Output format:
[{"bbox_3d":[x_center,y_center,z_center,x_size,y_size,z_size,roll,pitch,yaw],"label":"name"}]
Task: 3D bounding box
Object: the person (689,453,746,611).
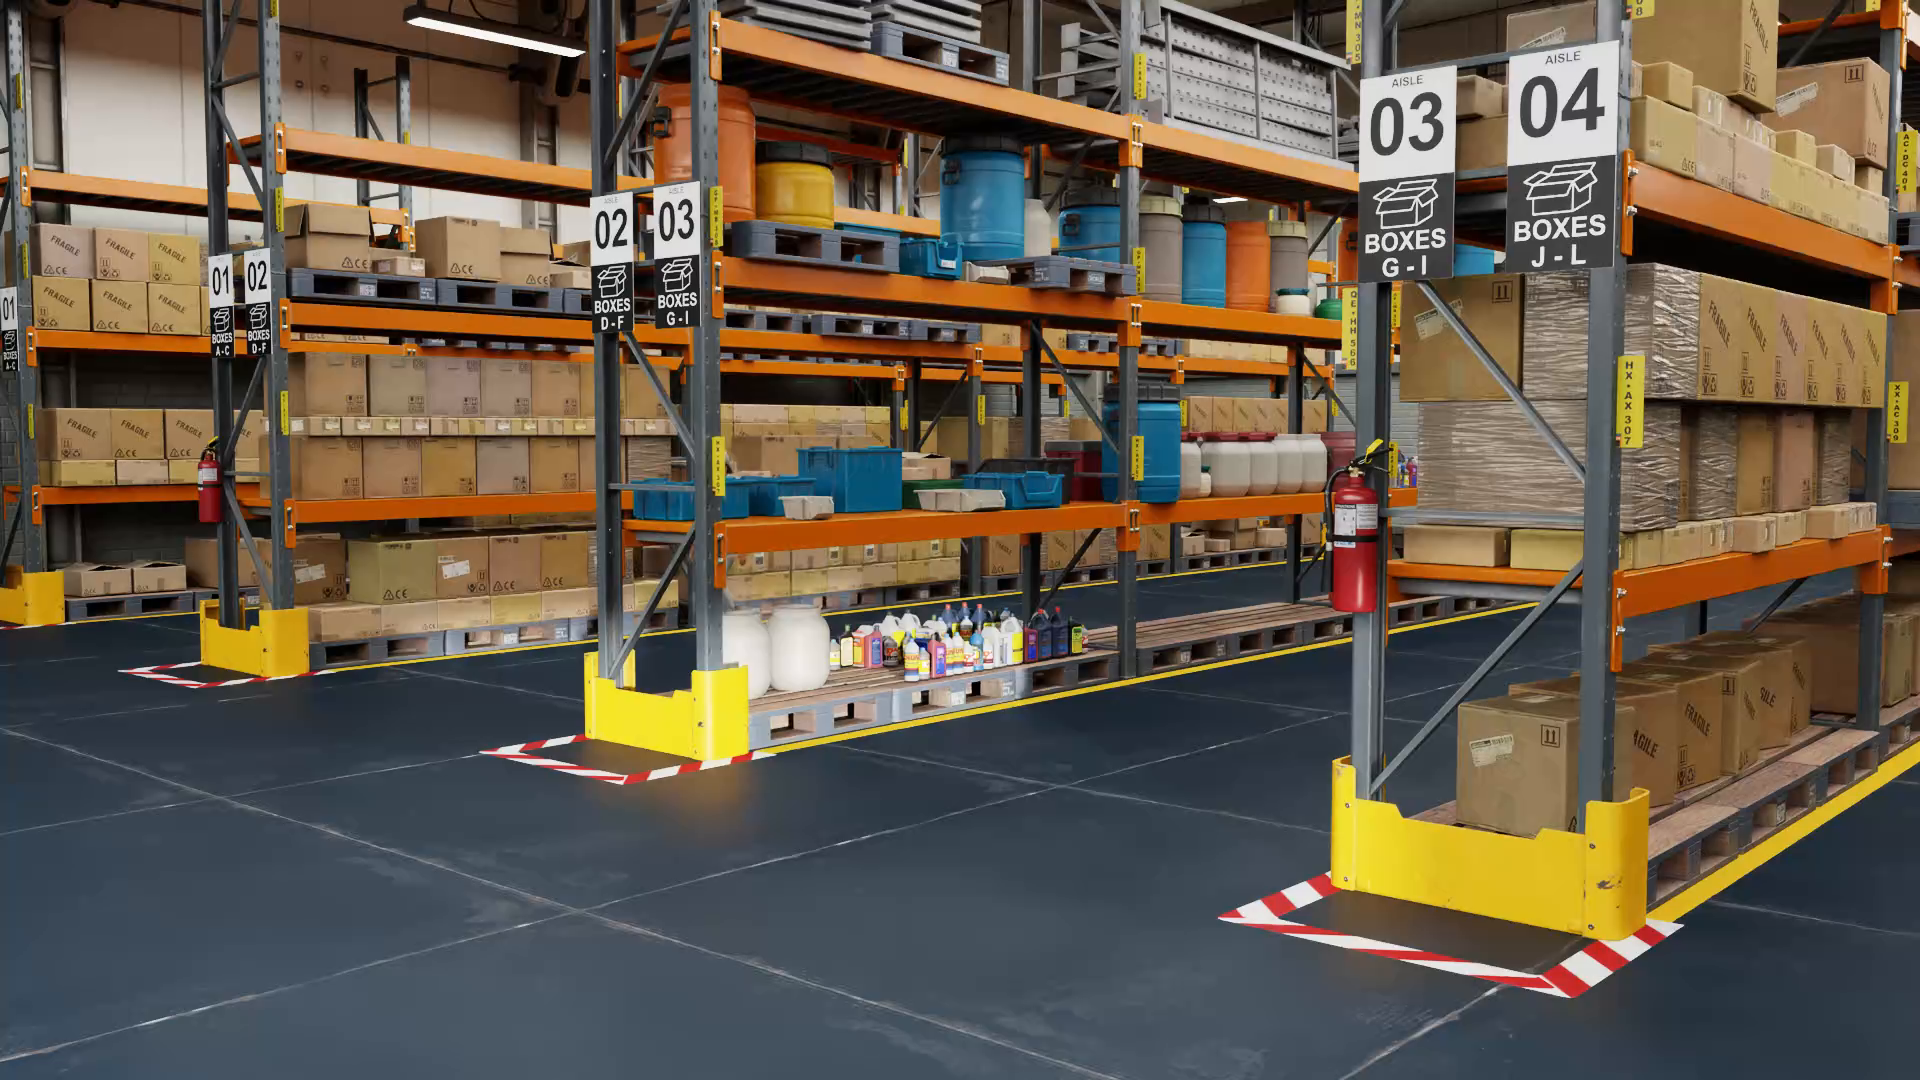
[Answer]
[{"bbox_3d":[-2.113,0.096,14.283,0.603,1.733,0.512,-3,5,-43],"label":"person"}]
